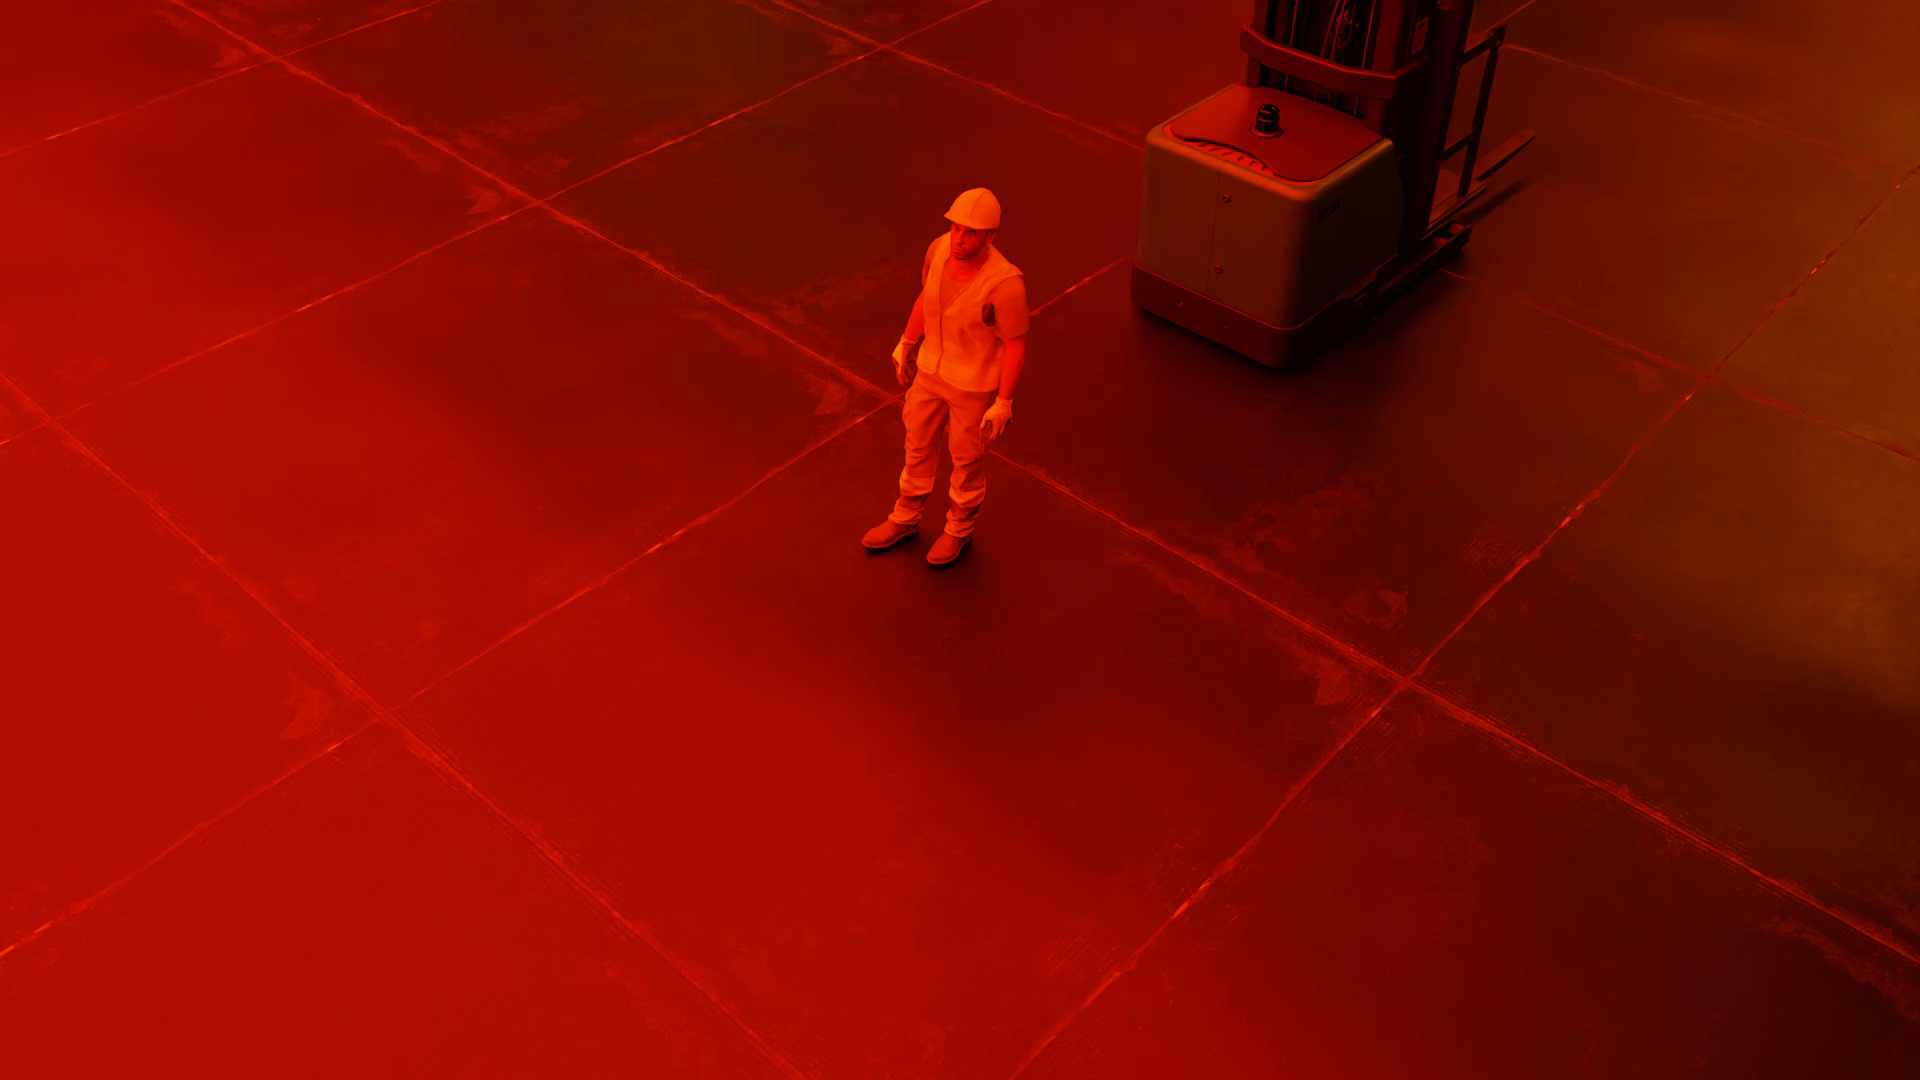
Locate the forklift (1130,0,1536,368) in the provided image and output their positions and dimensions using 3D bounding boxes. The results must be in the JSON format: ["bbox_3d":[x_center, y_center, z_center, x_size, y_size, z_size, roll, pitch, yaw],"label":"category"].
[{"bbox_3d":[2.295,-2.876,8.780,1.130,2.935,3.031,31,49,31],"label":"forklift"}]

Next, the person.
[{"bbox_3d":[-0.063,-0.651,7.053,0.637,1.790,0.562,31,49,31],"label":"person"}]
